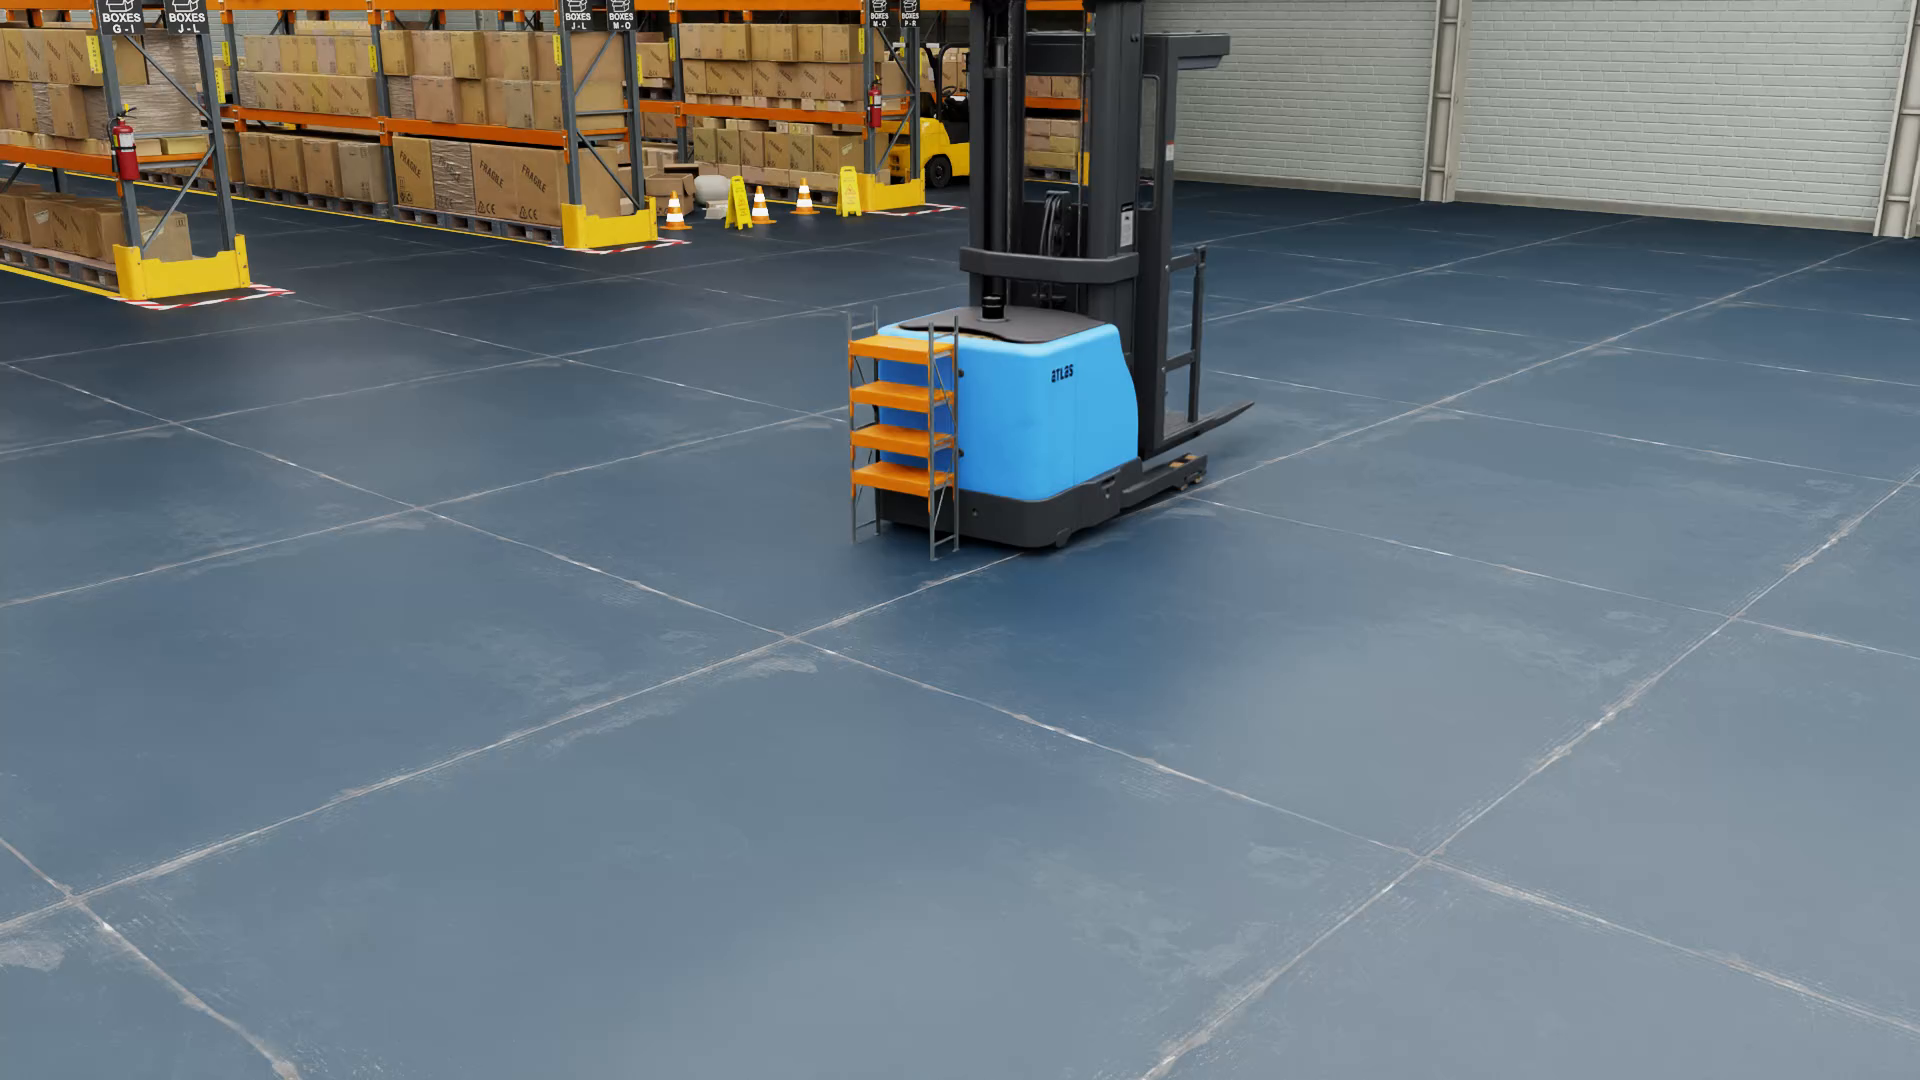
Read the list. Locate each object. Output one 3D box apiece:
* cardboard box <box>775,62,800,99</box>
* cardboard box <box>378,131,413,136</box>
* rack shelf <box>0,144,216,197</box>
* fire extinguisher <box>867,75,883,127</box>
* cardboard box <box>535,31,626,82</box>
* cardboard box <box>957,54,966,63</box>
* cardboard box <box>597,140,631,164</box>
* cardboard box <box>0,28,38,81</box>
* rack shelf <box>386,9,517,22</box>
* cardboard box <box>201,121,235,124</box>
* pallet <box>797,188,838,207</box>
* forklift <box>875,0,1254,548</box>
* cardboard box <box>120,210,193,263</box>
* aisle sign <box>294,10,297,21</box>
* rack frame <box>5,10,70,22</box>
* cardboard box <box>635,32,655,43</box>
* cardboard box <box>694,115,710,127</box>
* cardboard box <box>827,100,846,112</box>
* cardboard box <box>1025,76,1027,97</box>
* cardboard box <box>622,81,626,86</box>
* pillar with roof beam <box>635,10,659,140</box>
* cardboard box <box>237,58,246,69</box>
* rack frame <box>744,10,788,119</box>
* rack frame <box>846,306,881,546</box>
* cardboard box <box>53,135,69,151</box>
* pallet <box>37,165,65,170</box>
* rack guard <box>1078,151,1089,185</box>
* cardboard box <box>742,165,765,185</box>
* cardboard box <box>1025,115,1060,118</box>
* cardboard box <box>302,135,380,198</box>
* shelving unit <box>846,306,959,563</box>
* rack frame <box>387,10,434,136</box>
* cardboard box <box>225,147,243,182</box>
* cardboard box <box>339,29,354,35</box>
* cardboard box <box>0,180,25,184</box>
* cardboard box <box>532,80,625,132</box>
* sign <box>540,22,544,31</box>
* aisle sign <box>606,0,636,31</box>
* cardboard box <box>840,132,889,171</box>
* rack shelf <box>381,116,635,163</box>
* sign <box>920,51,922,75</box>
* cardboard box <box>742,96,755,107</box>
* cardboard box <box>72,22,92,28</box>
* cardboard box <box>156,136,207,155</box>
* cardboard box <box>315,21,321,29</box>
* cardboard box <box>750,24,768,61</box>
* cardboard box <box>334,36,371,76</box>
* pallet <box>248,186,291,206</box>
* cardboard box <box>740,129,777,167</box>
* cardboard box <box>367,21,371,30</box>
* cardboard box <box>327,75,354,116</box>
[{"bbox_3d":[-2.264,-6.527,23.563,0.500,0.500,0.500,15,23,39],"label":"cardboard box"},{"bbox_3d":[-10.305,-7.627,31.226,0.875,0.438,0.875,15,23,38],"label":"cardboard box"},{"bbox_3d":[-9.005,-3.905,17.146,4.000,0.370,1.077,15,23,39],"label":"rack shelf"},{"bbox_3d":[-1.152,-5.924,22.447,0.183,0.674,0.296,15,23,39],"label":"fire extinguisher"},{"bbox_3d":[-4.393,-5.617,19.320,0.550,0.550,0.875,15,23,39],"label":"cardboard box"},{"bbox_3d":[0.171,-8.031,27.722,0.250,0.149,0.380,15,23,39],"label":"cardboard box"},{"bbox_3d":[-5.082,-5.652,24.343,0.500,0.500,0.500,15,23,39],"label":"cardboard box"},{"bbox_3d":[-9.585,-4.967,16.993,0.500,0.500,0.500,15,23,39],"label":"cardboard box"},{"bbox_3d":[-8.411,-9.183,28.818,4.000,0.370,1.077,15,23,39],"label":"rack shelf"},{"bbox_3d":[-11.612,-6.422,26.087,0.500,0.250,0.500,14,22,37],"label":"cardboard box"},{"bbox_3d":[-1.572,-4.945,23.846,1.213,0.211,1.003,15,23,39],"label":"pallet"},{"bbox_3d":[0.781,-1.748,9.273,1.130,2.935,3.031,11,21,32],"label":"forklift"},{"bbox_3d":[-7.965,-2.984,16.493,0.500,0.500,0.500,-13,22,-36],"label":"cardboard box"},{"bbox_3d":[-13.145,-10.489,32.405,0.004,0.787,0.394,15,23,39],"label":"aisle sign"},{"bbox_3d":[-16.109,-8.161,29.367,0.127,3.000,1.000,15,23,39],"label":"rack frame"},{"bbox_3d":[-4.943,-7.767,25.703,0.250,0.149,0.380,14,22,38],"label":"cardboard box"},{"bbox_3d":[-4.843,-8.071,32.521,0.500,0.500,0.500,16,24,42],"label":"cardboard box"},{"bbox_3d":[-1.616,-6.021,23.040,0.250,0.149,0.380,15,23,39],"label":"cardboard box"},{"bbox_3d":[1.053,-7.508,27.145,0.500,0.500,0.500,14,23,38],"label":"cardboard box"},{"bbox_3d":[-5.086,-7.164,25.946,0.250,0.149,0.380,15,23,40],"label":"cardboard box"},{"bbox_3d":[-9.395,-11.851,31.076,0.400,9.000,9.100,15,23,39],"label":"pillar with roof beam"},{"bbox_3d":[-10.545,-7.108,24.788,0.250,0.149,0.380,14,23,38],"label":"cardboard box"},{"bbox_3d":[-3.623,-8.818,31.439,0.127,3.000,1.000,15,23,39],"label":"rack frame"},{"bbox_3d":[-0.485,-0.572,8.431,0.015,1.200,0.240,11,21,32],"label":"rack frame"},{"bbox_3d":[-8.805,-3.984,16.622,0.250,0.149,0.380,15,23,39],"label":"cardboard box"},{"bbox_3d":[-15.468,-6.645,29.201,1.213,0.211,1.003,15,23,39],"label":"pallet"},{"bbox_3d":[2.378,-6.016,26.741,0.348,0.500,1.175,15,23,39],"label":"rack guard"},{"bbox_3d":[-2.856,-5.391,24.491,0.500,0.250,0.500,15,23,39],"label":"cardboard box"},{"bbox_3d":[1.384,-6.920,27.655,0.500,0.250,0.500,15,23,39],"label":"cardboard box"},{"bbox_3d":[-8.376,-5.178,22.993,0.750,0.750,1.050,15,23,39],"label":"cardboard box"},{"bbox_3d":[-0.281,-0.532,8.303,0.503,1.200,0.258,11,21,32],"label":"shelving unit"},{"bbox_3d":[-9.907,-8.498,30.429,0.127,3.000,1.000,15,23,39],"label":"rack frame"},{"bbox_3d":[-10.791,-5.636,24.850,0.500,0.500,0.500,15,23,39],"label":"cardboard box"},{"bbox_3d":[-11.204,-9.258,31.006,0.500,0.500,0.500,15,23,40],"label":"cardboard box"},{"bbox_3d":[-11.290,-3.896,19.333,0.500,0.500,0.700,15,23,39],"label":"cardboard box"},{"bbox_3d":[-4.449,-5.084,19.424,0.550,0.550,0.875,15,23,39],"label":"cardboard box"},{"bbox_3d":[-9.223,-11.249,36.660,0.005,0.325,0.100,15,23,39],"label":"sign"},{"bbox_3d":[-3.889,-6.241,19.020,0.004,0.787,0.394,15,23,39],"label":"aisle sign"},{"bbox_3d":[-1.369,-5.564,23.798,0.500,0.500,0.500,14,22,37],"label":"cardboard box"},{"bbox_3d":[-5.637,-5.007,20.618,4.000,0.370,1.077,15,23,39],"label":"rack shelf"},{"bbox_3d":[-0.571,-6.624,23.093,0.005,0.325,0.100,15,23,39],"label":"sign"},{"bbox_3d":[-2.950,-6.377,24.161,0.250,0.149,0.380,15,23,40],"label":"cardboard box"},{"bbox_3d":[-14.038,-8.159,27.052,0.500,0.500,0.500,14,22,38],"label":"cardboard box"},{"bbox_3d":[-7.564,-3.838,16.160,0.250,0.149,0.380,15,23,39],"label":"cardboard box"},{"bbox_3d":[-12.015,-9.796,31.629,0.250,0.149,0.380,15,23,40],"label":"cardboard box"},{"bbox_3d":[-2.563,-7.121,23.782,0.500,0.500,0.700,15,23,39],"label":"cardboard box"},{"bbox_3d":[-7.895,-6.477,22.242,0.500,0.500,0.700,15,23,38],"label":"cardboard box"},{"bbox_3d":[-9.585,-5.050,24.174,1.213,0.211,1.003,15,23,39],"label":"pallet"},{"bbox_3d":[-2.866,-5.749,24.381,0.500,0.500,0.500,17,24,42],"label":"cardboard box"},{"bbox_3d":[-10.654,-9.451,30.541,0.250,0.149,0.380,15,23,39],"label":"cardboard box"},{"bbox_3d":[-8.079,-5.945,22.219,0.500,0.500,0.500,15,23,39],"label":"cardboard box"}]
